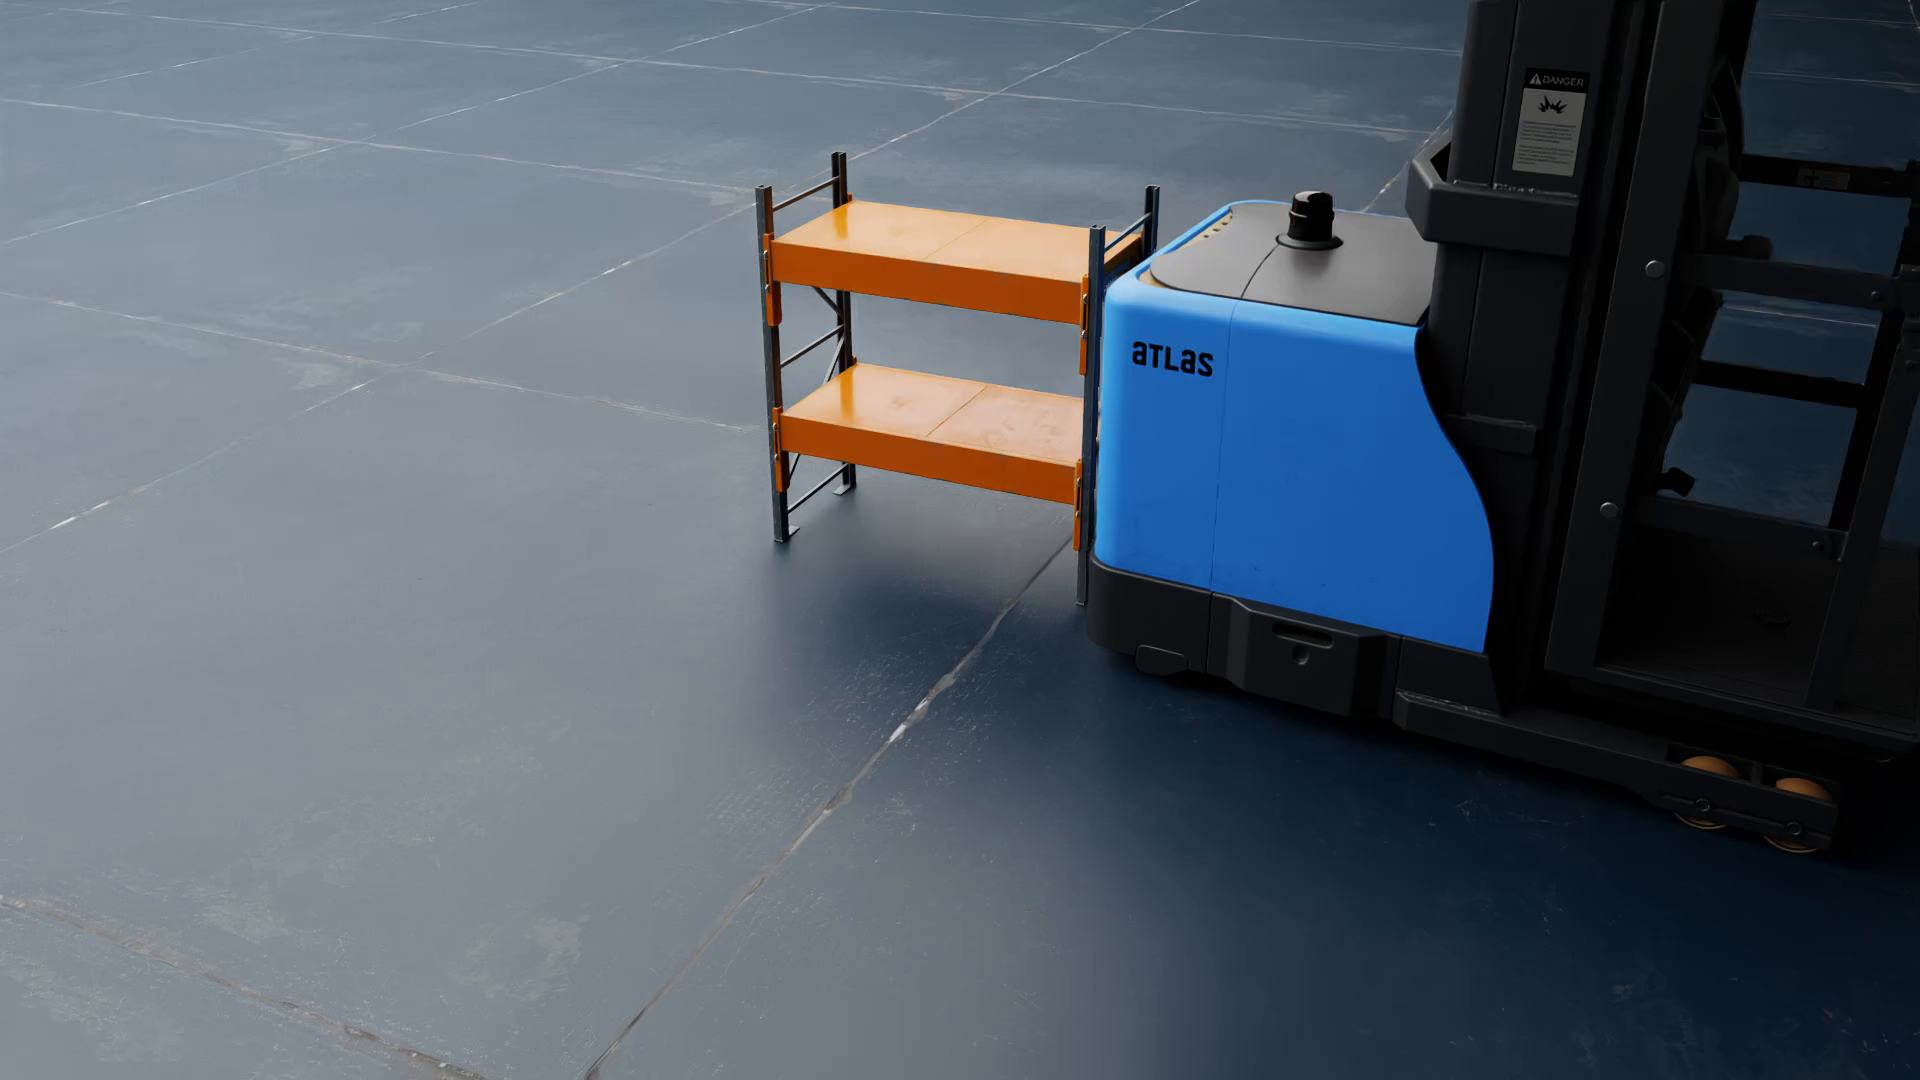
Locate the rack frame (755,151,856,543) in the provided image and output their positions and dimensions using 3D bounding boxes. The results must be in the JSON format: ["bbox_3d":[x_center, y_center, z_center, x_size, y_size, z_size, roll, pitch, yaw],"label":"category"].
[{"bbox_3d":[-0.469,-0.599,5.193,0.032,1.125,0.500,11,28,22],"label":"rack frame"}]

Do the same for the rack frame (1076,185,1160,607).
[{"bbox_3d":[0.457,-0.413,4.815,0.032,1.125,0.500,11,28,22],"label":"rack frame"}]

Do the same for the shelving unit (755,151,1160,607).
[{"bbox_3d":[-0.006,-0.506,5.004,1.048,1.125,0.538,11,28,22],"label":"shelving unit"}]

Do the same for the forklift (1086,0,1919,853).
[{"bbox_3d":[1.895,-0.869,3.697,3.031,2.935,1.130,13,29,25],"label":"forklift"}]

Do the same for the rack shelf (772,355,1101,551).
[{"bbox_3d":[-0.006,-0.287,5.112,1.000,0.278,0.538,11,28,22],"label":"rack shelf"}]

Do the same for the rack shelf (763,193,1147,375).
[{"bbox_3d":[-0.006,-0.768,4.875,1.000,0.278,0.538,11,28,22],"label":"rack shelf"}]
